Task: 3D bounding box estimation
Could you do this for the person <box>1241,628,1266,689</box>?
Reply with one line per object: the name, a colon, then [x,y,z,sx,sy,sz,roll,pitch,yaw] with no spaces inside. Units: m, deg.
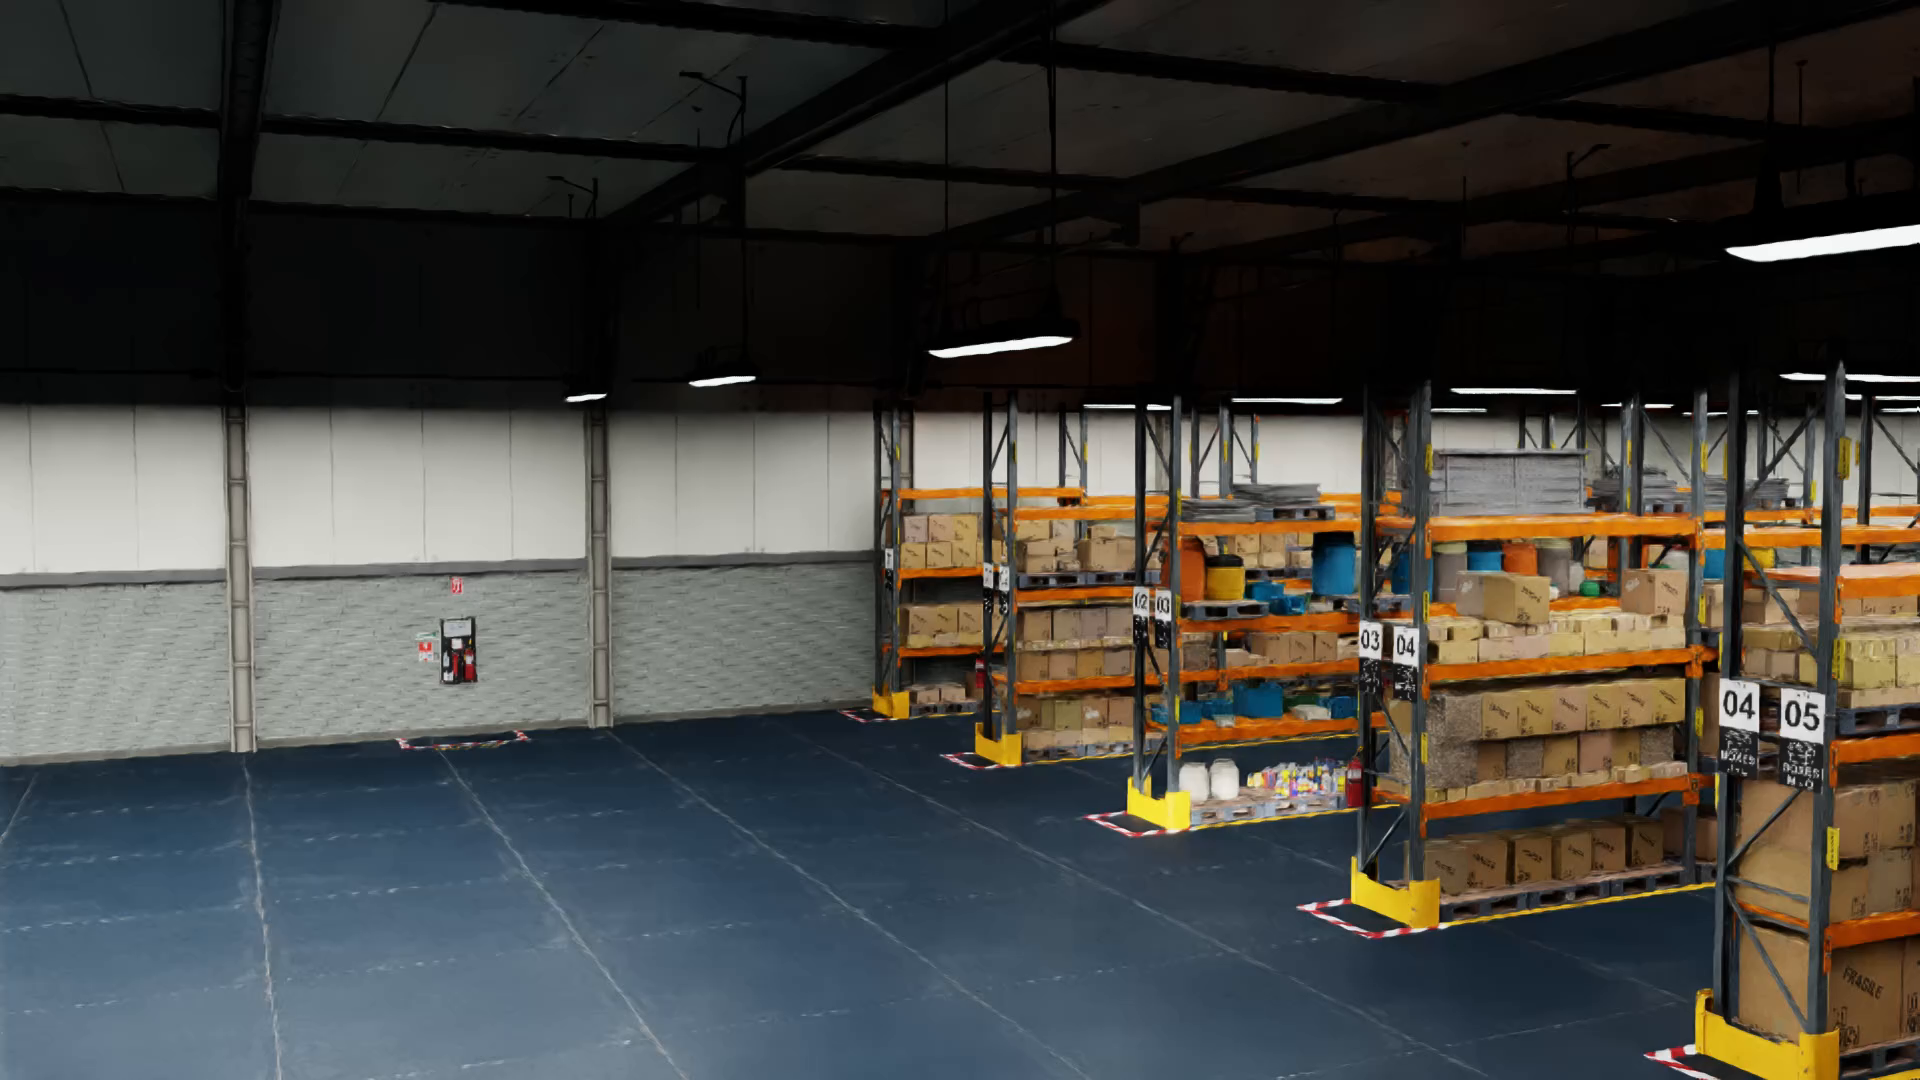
person: [5.805,2.378,32.867,1.102,1.715,0.580,-2,4,-32]
